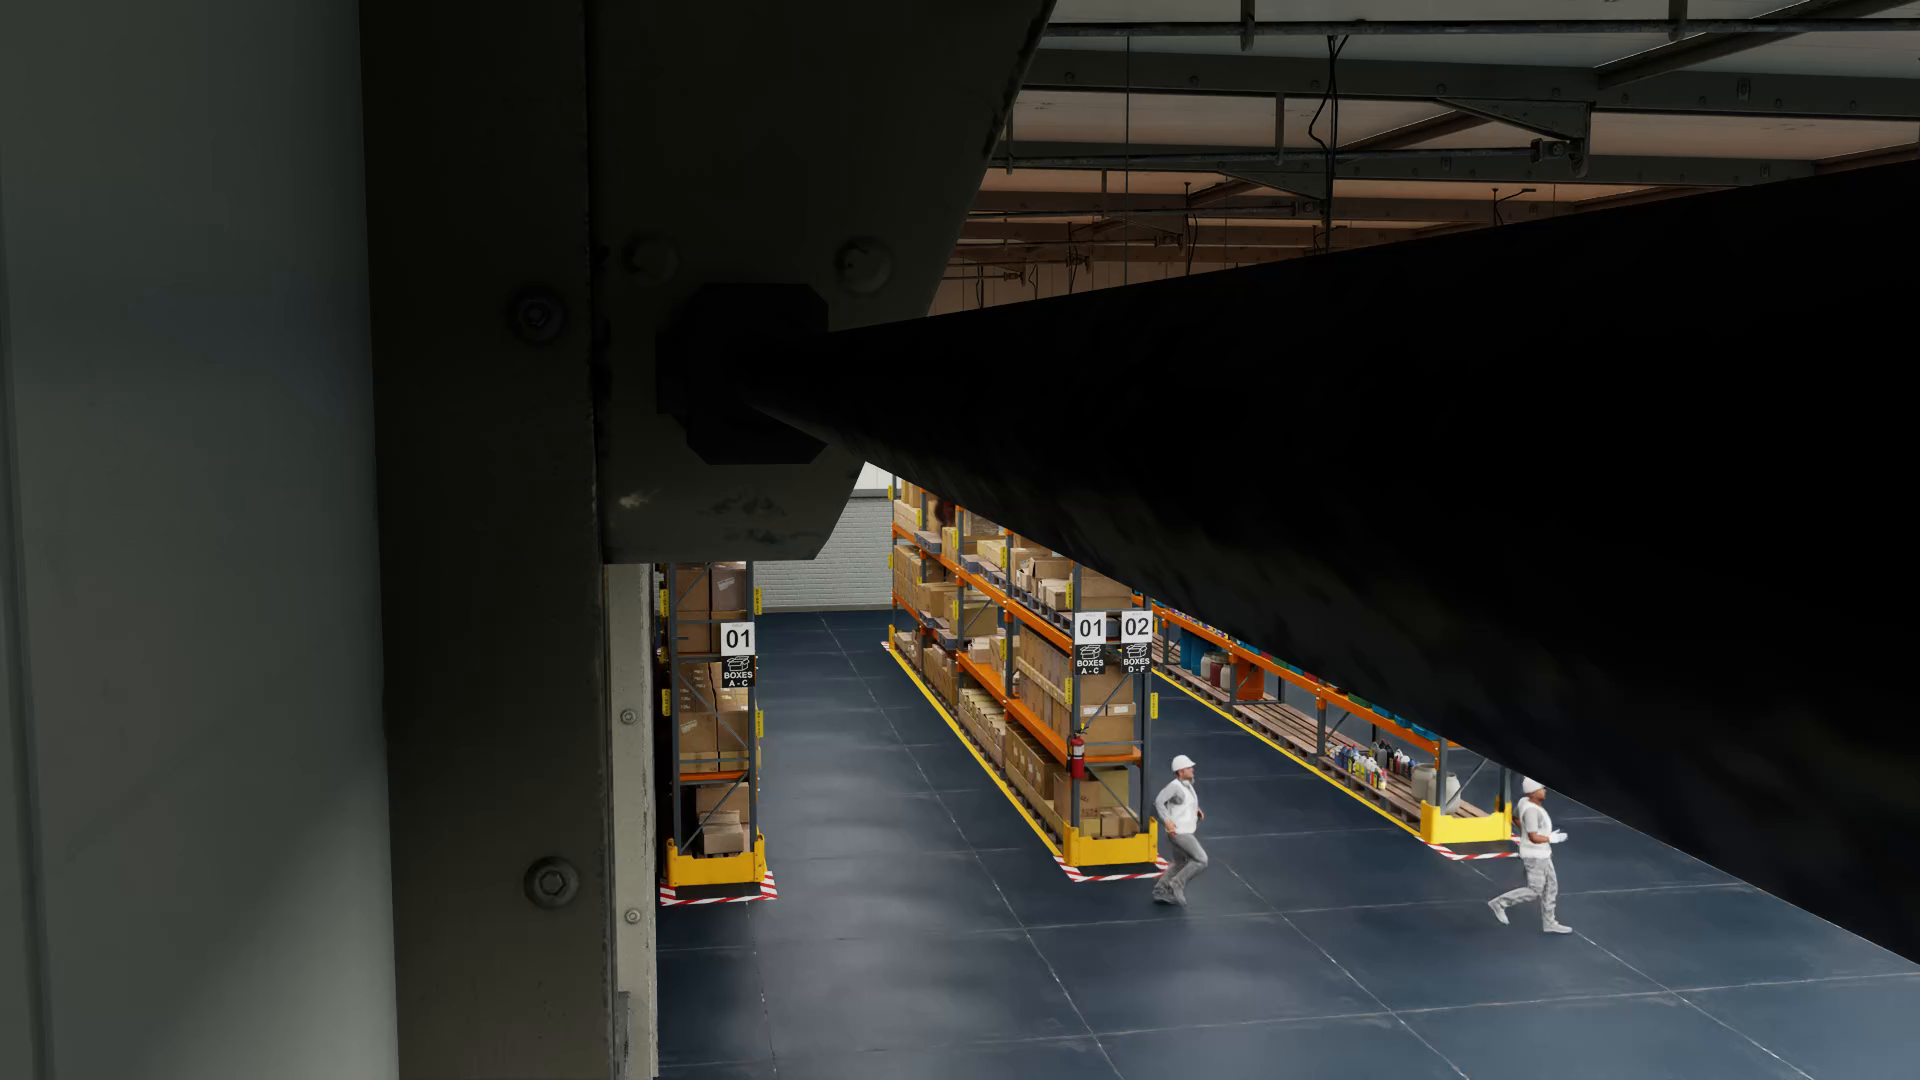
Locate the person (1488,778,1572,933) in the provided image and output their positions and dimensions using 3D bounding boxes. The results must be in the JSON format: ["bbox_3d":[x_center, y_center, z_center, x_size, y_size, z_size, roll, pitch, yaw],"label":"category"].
[{"bbox_3d":[6.323,3.473,18.371,0.898,1.759,0.697,2,6,16],"label":"person"}]

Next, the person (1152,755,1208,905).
[{"bbox_3d":[2.584,3.370,19.352,0.656,1.720,0.653,2,6,17],"label":"person"}]
